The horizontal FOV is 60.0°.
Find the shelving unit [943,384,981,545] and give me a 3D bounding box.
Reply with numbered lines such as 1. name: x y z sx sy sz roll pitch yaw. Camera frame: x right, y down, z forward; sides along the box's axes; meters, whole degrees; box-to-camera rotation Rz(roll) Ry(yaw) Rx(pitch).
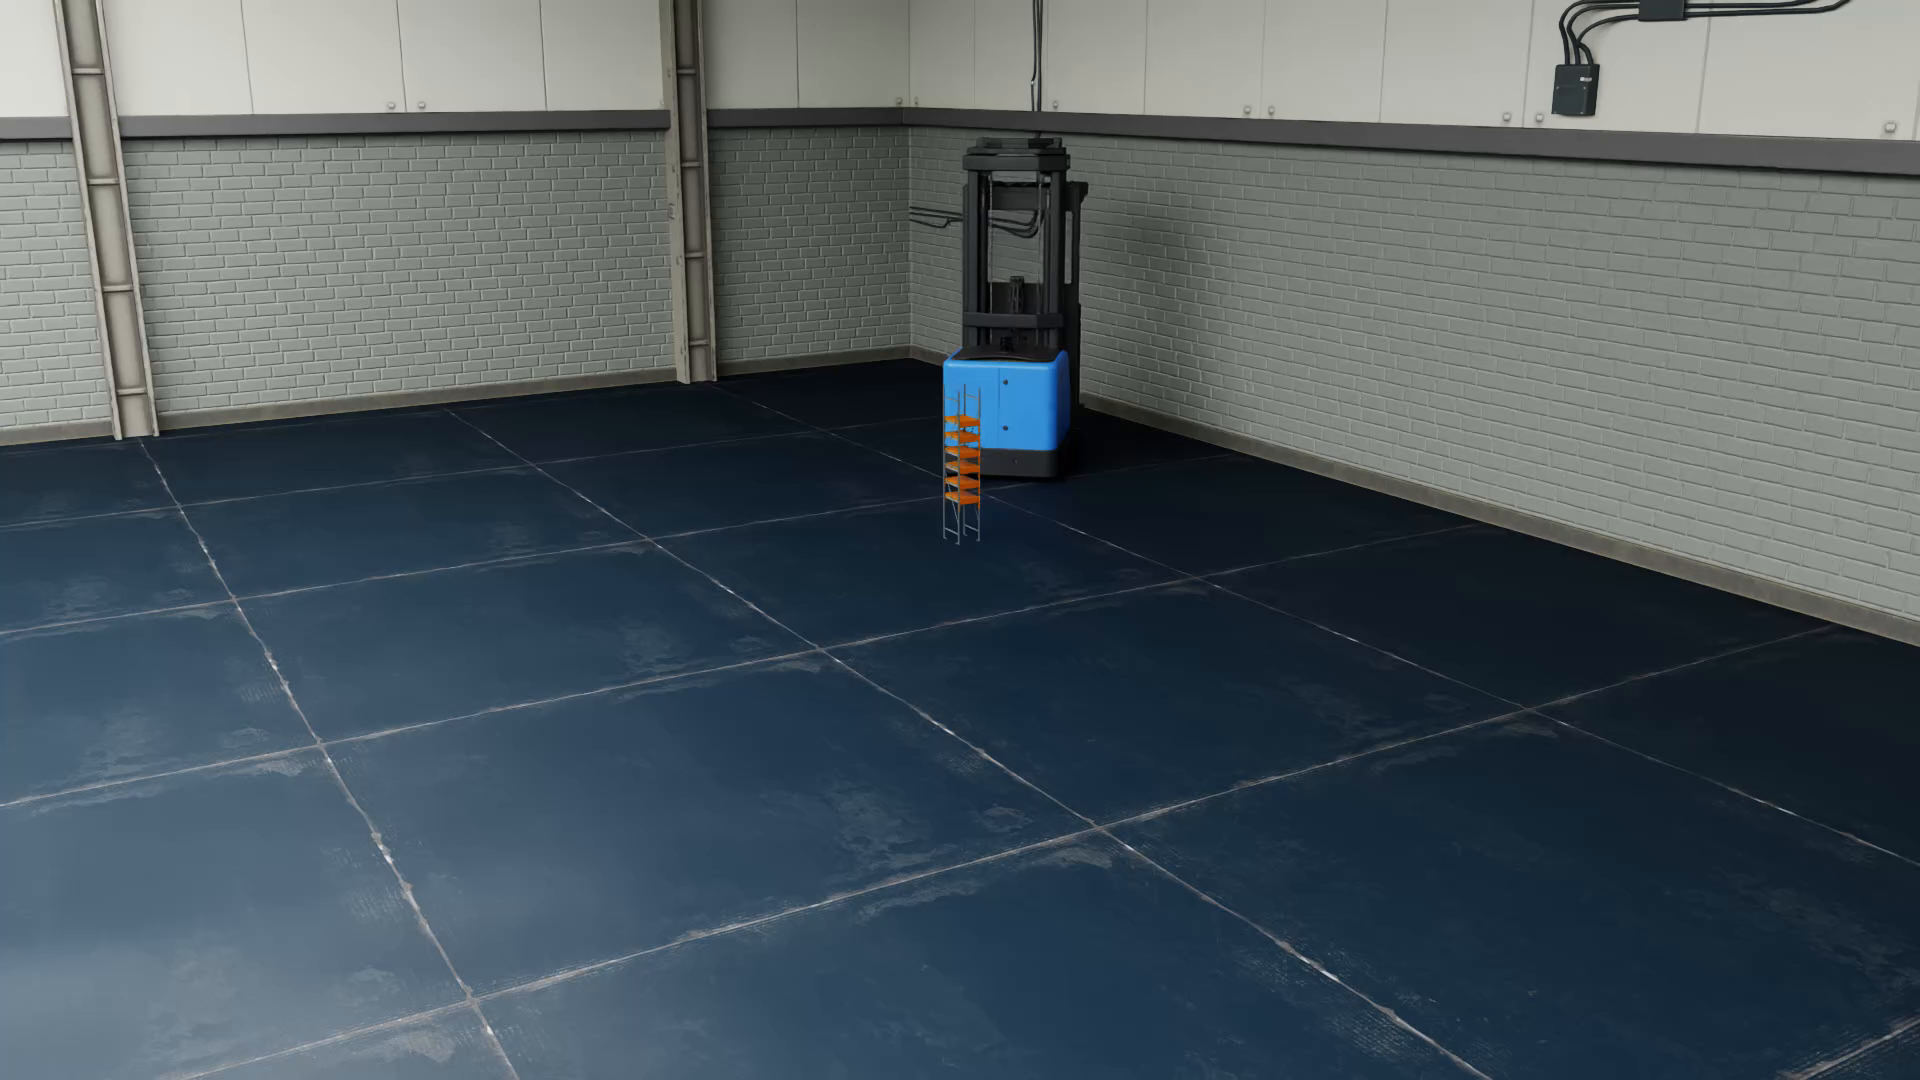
1. shelving unit: 0.012 -0.580 12.755 0.189 1.200 0.258 -9 18 -30

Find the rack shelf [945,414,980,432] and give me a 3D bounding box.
1. rack shelf: 0.012 -0.884 12.670 0.180 0.103 0.258 -9 18 -30

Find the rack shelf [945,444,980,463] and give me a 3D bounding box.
1. rack shelf: 0.012 -0.653 12.735 0.180 0.103 0.258 -9 18 -30

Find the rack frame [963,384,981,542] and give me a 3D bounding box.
1. rack frame: 0.091 -0.592 12.800 0.006 1.200 0.240 -9 18 -30

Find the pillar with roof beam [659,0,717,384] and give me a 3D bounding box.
1. pillar with roof beam: -0.891 -5.223 14.869 0.400 9.000 9.100 -9 18 -30

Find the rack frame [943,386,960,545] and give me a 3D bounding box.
1. rack frame: -0.066 -0.567 12.710 0.006 1.200 0.240 -9 18 -30

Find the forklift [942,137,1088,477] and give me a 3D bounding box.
1. forklift: 0.607 -2.313 15.733 1.130 2.935 3.031 3 16 10

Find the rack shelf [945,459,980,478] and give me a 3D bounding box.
1. rack shelf: 0.012 -0.537 12.767 0.180 0.103 0.258 -9 18 -30

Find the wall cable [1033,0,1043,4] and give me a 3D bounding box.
1. wall cable: 1.491 -6.633 16.296 0.112 2.526 3.097 -9 18 -30

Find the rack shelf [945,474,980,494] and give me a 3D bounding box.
1. rack shelf: 0.012 -0.421 12.799 0.180 0.103 0.258 -9 18 -30

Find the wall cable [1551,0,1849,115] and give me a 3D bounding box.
1. wall cable: 4.973 -5.761 10.489 0.169 6.003 2.305 -9 18 -30

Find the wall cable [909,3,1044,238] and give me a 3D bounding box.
1. wall cable: 0.098 -4.827 19.211 0.112 2.526 3.097 -9 18 -30

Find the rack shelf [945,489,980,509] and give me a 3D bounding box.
1. rack shelf: 0.012 -0.306 12.832 0.180 0.103 0.258 -9 18 -30

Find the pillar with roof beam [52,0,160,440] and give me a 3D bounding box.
1. pillar with roof beam: -6.034 -4.389 11.893 0.400 9.000 9.100 -9 18 -30

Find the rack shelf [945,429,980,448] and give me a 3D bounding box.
1. rack shelf: 0.012 -0.768 12.702 0.180 0.103 0.258 -9 18 -30
